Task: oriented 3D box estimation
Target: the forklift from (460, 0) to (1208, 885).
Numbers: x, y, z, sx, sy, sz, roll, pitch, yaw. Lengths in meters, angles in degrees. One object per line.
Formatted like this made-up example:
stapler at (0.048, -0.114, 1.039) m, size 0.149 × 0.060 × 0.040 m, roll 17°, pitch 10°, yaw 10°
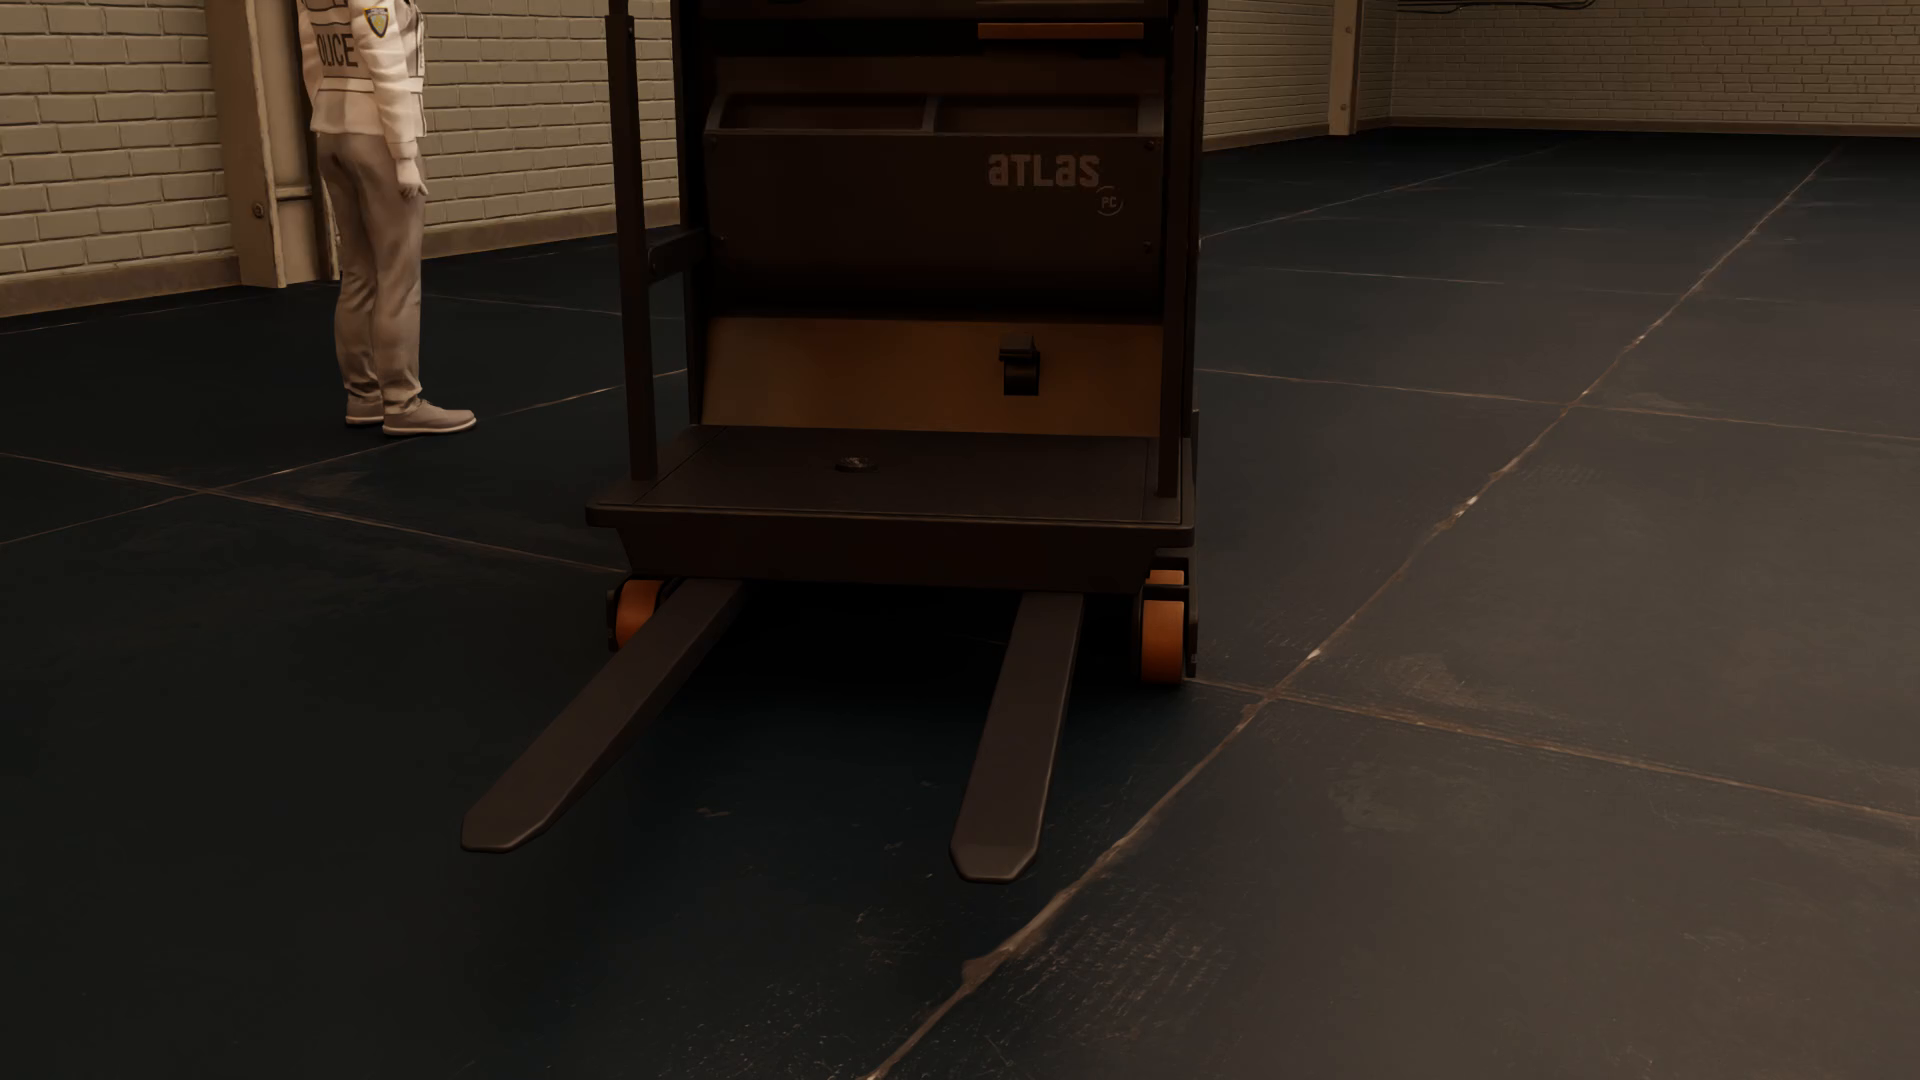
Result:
forklift at (-0.078, -1.236, 3.048) m, size 1.130 × 2.935 × 3.031 m, roll 2°, pitch 17°, yaw 7°

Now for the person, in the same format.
person at (-1.769, -1.171, 5.033) m, size 0.464 × 1.691 × 0.337 m, roll 15°, pitch 22°, yaw 42°
